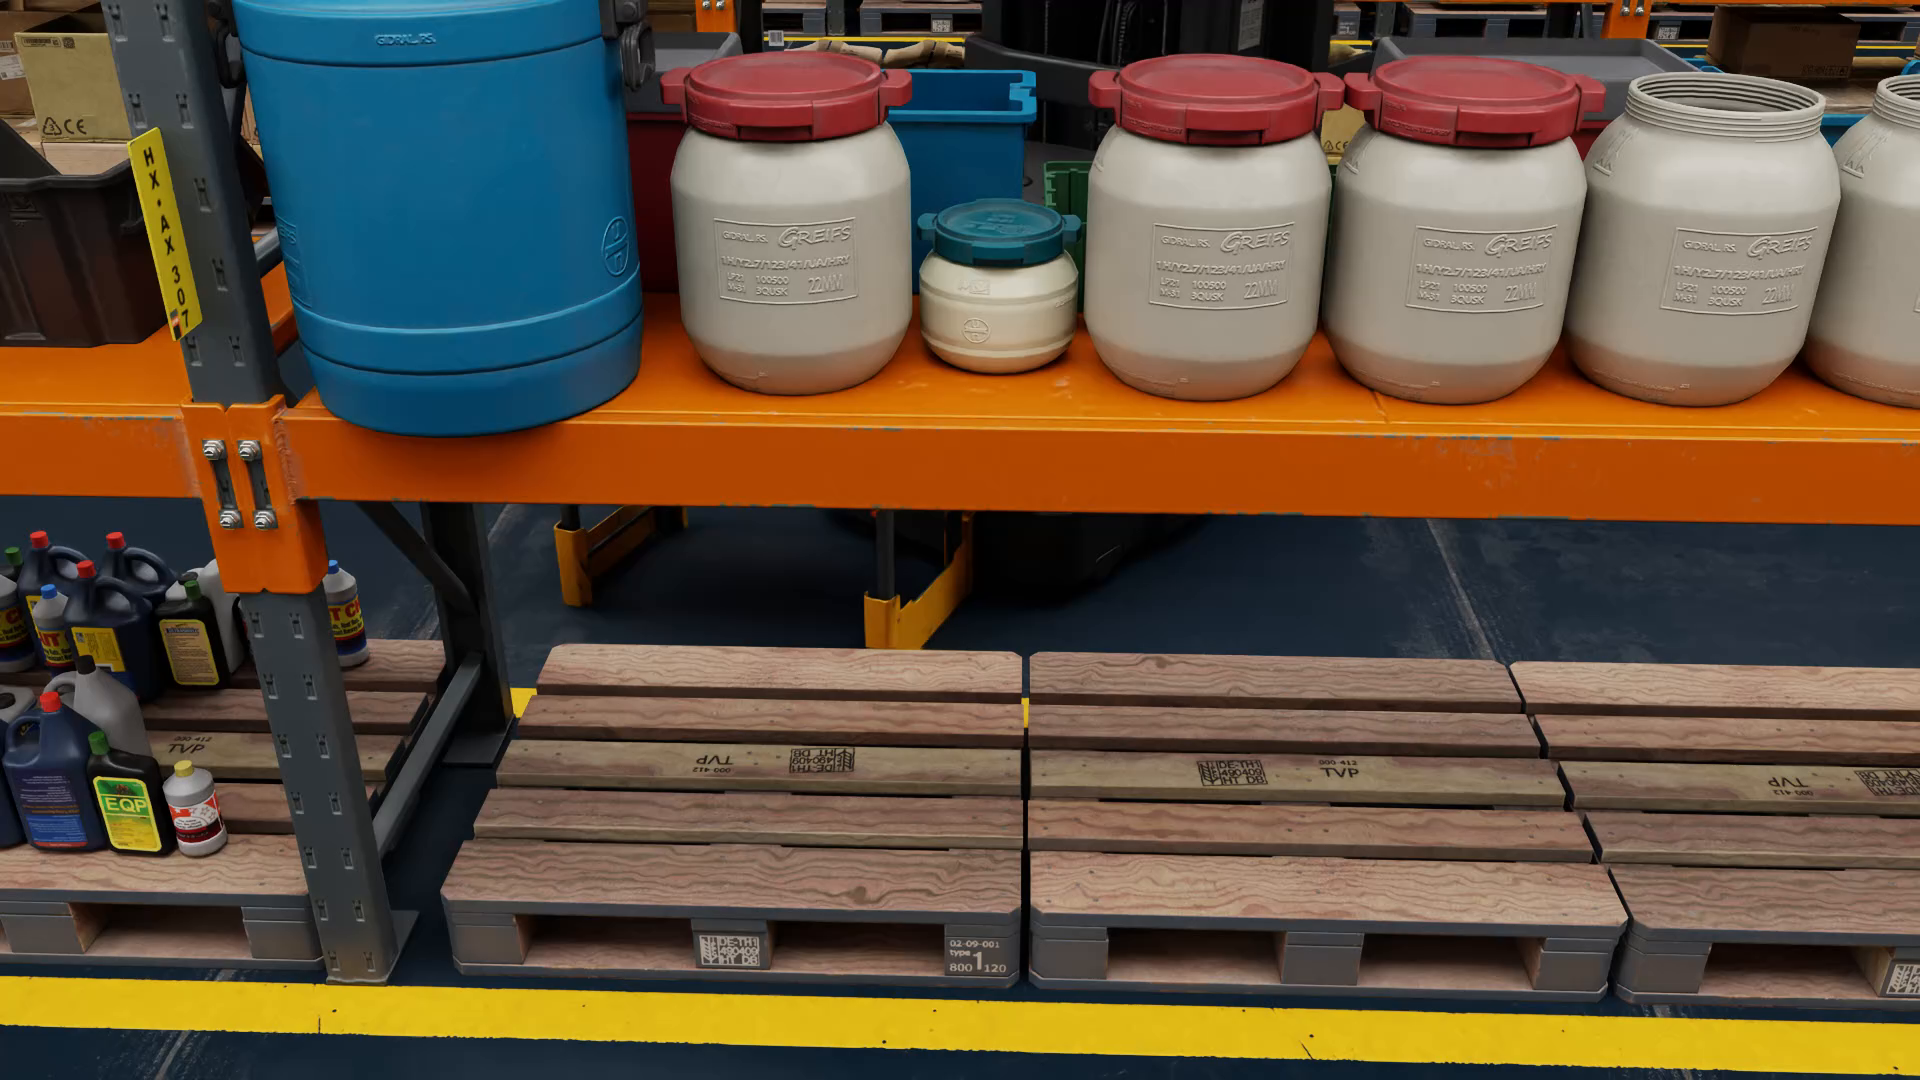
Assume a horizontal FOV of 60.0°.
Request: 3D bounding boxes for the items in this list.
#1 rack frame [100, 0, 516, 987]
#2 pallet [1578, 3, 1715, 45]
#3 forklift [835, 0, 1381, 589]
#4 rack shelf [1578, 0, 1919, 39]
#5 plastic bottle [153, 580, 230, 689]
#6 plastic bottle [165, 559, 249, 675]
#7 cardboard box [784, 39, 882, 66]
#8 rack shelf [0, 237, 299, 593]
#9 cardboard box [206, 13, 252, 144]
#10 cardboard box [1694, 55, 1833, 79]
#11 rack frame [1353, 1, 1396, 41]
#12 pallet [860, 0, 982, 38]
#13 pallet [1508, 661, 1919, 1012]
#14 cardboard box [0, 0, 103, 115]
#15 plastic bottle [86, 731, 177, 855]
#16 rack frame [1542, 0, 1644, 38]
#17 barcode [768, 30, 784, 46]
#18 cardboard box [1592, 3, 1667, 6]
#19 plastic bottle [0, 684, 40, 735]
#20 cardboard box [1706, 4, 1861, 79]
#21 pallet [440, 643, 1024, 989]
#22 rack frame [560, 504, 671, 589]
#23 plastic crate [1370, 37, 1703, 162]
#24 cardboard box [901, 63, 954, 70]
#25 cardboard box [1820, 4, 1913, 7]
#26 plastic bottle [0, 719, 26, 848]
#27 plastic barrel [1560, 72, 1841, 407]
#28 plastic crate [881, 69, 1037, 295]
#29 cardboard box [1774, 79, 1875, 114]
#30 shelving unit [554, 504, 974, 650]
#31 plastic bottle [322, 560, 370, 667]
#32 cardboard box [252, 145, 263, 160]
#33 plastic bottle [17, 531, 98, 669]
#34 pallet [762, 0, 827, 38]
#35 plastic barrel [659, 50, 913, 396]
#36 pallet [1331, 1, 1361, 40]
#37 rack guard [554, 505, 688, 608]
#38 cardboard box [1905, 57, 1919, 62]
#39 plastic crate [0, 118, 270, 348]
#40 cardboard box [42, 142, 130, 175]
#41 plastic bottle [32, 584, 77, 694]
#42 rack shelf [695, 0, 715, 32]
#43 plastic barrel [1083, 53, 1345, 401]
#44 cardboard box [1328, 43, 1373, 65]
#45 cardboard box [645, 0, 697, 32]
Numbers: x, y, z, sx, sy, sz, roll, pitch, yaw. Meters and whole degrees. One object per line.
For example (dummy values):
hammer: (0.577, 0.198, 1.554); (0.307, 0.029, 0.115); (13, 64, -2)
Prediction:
rack frame: (-1.246, -0.624, 3.225); (0.127, 3.000, 1.000); (1, 28, 2)
pallet: (5.102, -3.893, 12.369); (1.213, 0.211, 1.003); (1, 28, 2)
forklift: (0.832, -1.773, 5.466); (1.130, 2.935, 3.031); (21, 34, 34)
rack shelf: (4.929, -2.526, 7.580); (4.000, 0.370, 1.077); (1, 28, 2)
plastic bottle: (-1.876, 0.229, 4.047); (0.133, 0.283, 0.061); (1, 28, 2)
plastic bottle: (-1.873, 0.182, 4.142); (0.135, 0.276, 0.152); (2, 28, 4)
cardboard box: (-0.653, -2.288, 8.253); (0.500, 0.311, 0.500); (1, 28, 2)
rack shelf: (-3.245, -0.339, 3.455); (4.000, 0.370, 1.077); (1, 28, 2)
cardboard box: (-3.537, -2.188, 7.862); (0.500, 0.500, 0.500); (1, 28, 2)
cardboard box: (3.873, -2.061, 8.134); (0.500, 0.500, 0.500); (2, 28, 4)
rack frame: (3.101, -5.195, 11.848); (0.127, 3.000, 1.000); (1, 28, 2)
pallet: (-0.118, -4.017, 12.603); (1.213, 0.211, 1.003); (1, 28, 2)
pallet: (1.979, 0.643, 3.811); (1.213, 0.211, 1.003); (1, 28, 2)
cardboard box: (-4.519, -2.441, 8.339); (0.500, 0.500, 0.500); (1, 28, 2)
plastic bottle: (-1.738, 0.528, 3.482); (0.133, 0.283, 0.061); (2, 28, 4)
rack frame: (2.930, -2.876, 7.474); (0.127, 3.000, 1.000); (1, 28, 2)
barcode: (-0.827, -2.258, 7.480); (0.075, 0.075, 0.001); (1, 28, 2)
cardboard box: (4.707, -4.340, 12.081); (0.750, 0.750, 0.750); (1, 28, 2)
plastic bottle: (-2.111, 0.436, 3.663); (0.135, 0.276, 0.152); (1, 28, 2)
cardboard box: (3.929, -2.393, 7.960); (0.500, 0.250, 0.500); (2, 28, 4)
pallet: (-0.460, 0.603, 3.888); (1.213, 0.211, 1.003); (1, 28, 2)
rack frame: (-1.039, -0.598, 4.777); (0.032, 1.500, 0.500); (12, 30, 21)
plastic crate: (1.147, -0.756, 3.405); (0.583, 0.464, 0.402); (1, 28, 2)
cardboard box: (-0.163, -2.027, 7.759); (0.500, 0.311, 0.500); (1, 28, 1)
cardboard box: (6.444, -4.315, 12.034); (0.750, 0.750, 0.750); (1, 28, 2)
plastic bottle: (-2.092, 0.473, 3.514); (0.185, 0.351, 0.144); (0, 28, -1)
plastic barrel: (1.295, -0.531, 2.930); (0.421, 0.512, 0.421); (0, 28, 0)
plastic crate: (-0.133, -0.744, 3.469); (0.575, 0.384, 0.392); (1, 28, 2)
cardboard box: (3.898, -1.819, 7.678); (0.500, 0.500, 0.500); (0, 28, 0)
shelving unit: (-0.565, -0.501, 4.594); (1.083, 1.500, 0.587); (12, 30, 21)
plastic bottle: (-1.549, 0.177, 4.158); (0.097, 0.271, 0.097); (0, 28, 0)
cardboard box: (-3.038, -1.841, 8.007); (0.500, 0.250, 0.500); (1, 28, 2)
plastic bottle: (-2.227, 0.141, 4.139); (0.185, 0.351, 0.144); (0, 28, 0)
pallet: (-1.569, -4.024, 12.615); (1.213, 0.211, 1.003); (1, 28, 2)
plastic barrel: (-0.298, -0.566, 2.969); (0.433, 0.535, 0.433); (0, 28, 0)
pallet: (2.320, -3.977, 12.526); (1.213, 0.211, 1.003); (1, 28, 2)
rack guard: (-1.021, -0.042, 5.063); (0.087, 0.250, 0.587); (12, 30, 21)
cardboard box: (4.915, -2.046, 8.107); (0.500, 0.500, 0.500); (0, 28, 0)
plastic crate: (-1.765, -0.665, 3.368); (0.504, 0.338, 0.767); (1, 28, 2)
cardboard box: (-4.037, -1.860, 8.043); (0.500, 0.250, 0.500); (1, 28, 2)
plastic bottle: (-2.187, 0.234, 4.050); (0.097, 0.271, 0.097); (0, 28, 0)
rack shelf: (-3.066, -2.658, 7.829); (4.000, 0.370, 1.077); (1, 28, 2)
plastic barrel: (0.436, -0.554, 2.946); (0.433, 0.535, 0.433); (0, 28, 0)
cardboard box: (1.892, -2.246, 8.172); (0.500, 0.311, 0.500); (0, 28, 1)
cardboard box: (-1.520, -2.399, 8.259); (0.500, 0.500, 0.500); (1, 28, 2)
